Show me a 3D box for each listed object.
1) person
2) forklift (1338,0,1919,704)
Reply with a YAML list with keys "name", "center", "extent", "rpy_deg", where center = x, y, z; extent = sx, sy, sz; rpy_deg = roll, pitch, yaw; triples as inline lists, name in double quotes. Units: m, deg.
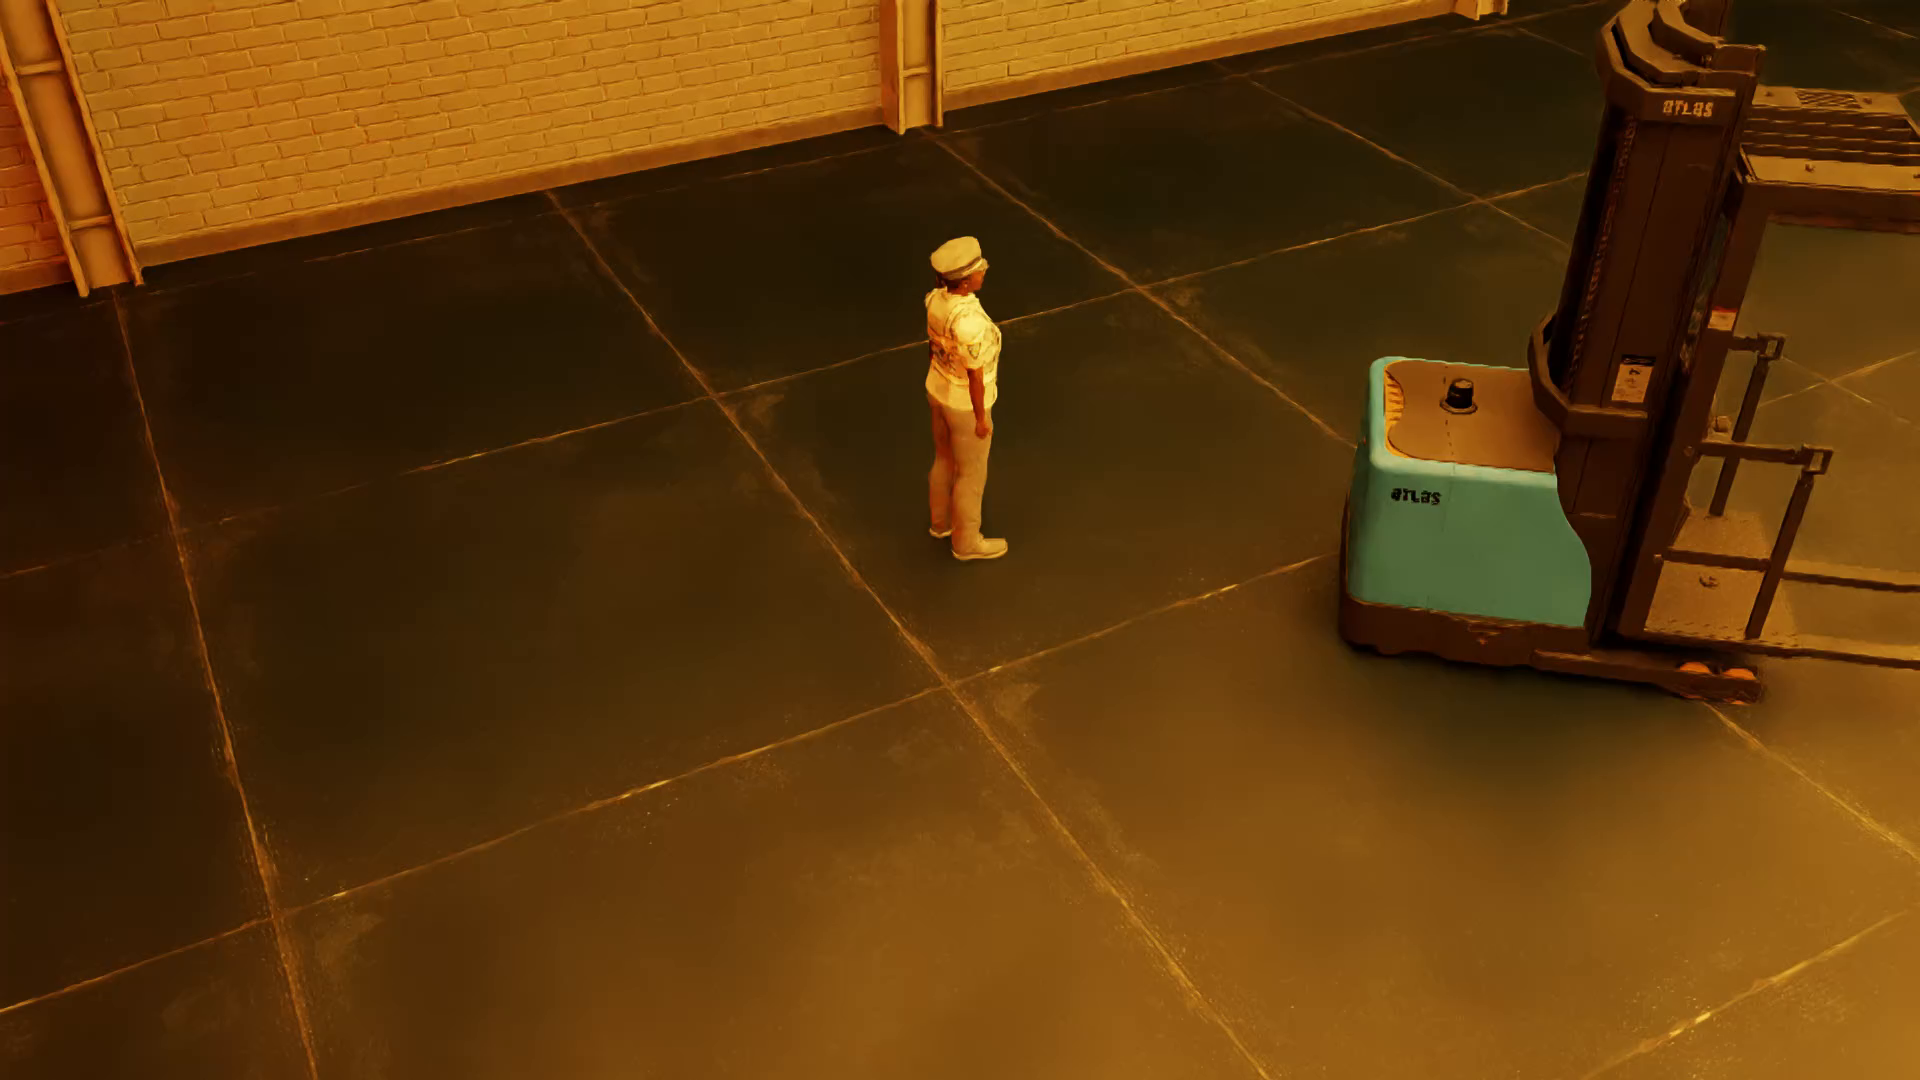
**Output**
- name: "person"
  center: [0.021, -0.689, 8.180]
  extent: [0.338, 1.688, 0.446]
  rpy_deg: [-17, 39, -23]
- name: "forklift"
  center: [3.376, -0.783, 7.231]
  extent: [3.031, 2.935, 1.130]
  rpy_deg: [7, 36, 9]
